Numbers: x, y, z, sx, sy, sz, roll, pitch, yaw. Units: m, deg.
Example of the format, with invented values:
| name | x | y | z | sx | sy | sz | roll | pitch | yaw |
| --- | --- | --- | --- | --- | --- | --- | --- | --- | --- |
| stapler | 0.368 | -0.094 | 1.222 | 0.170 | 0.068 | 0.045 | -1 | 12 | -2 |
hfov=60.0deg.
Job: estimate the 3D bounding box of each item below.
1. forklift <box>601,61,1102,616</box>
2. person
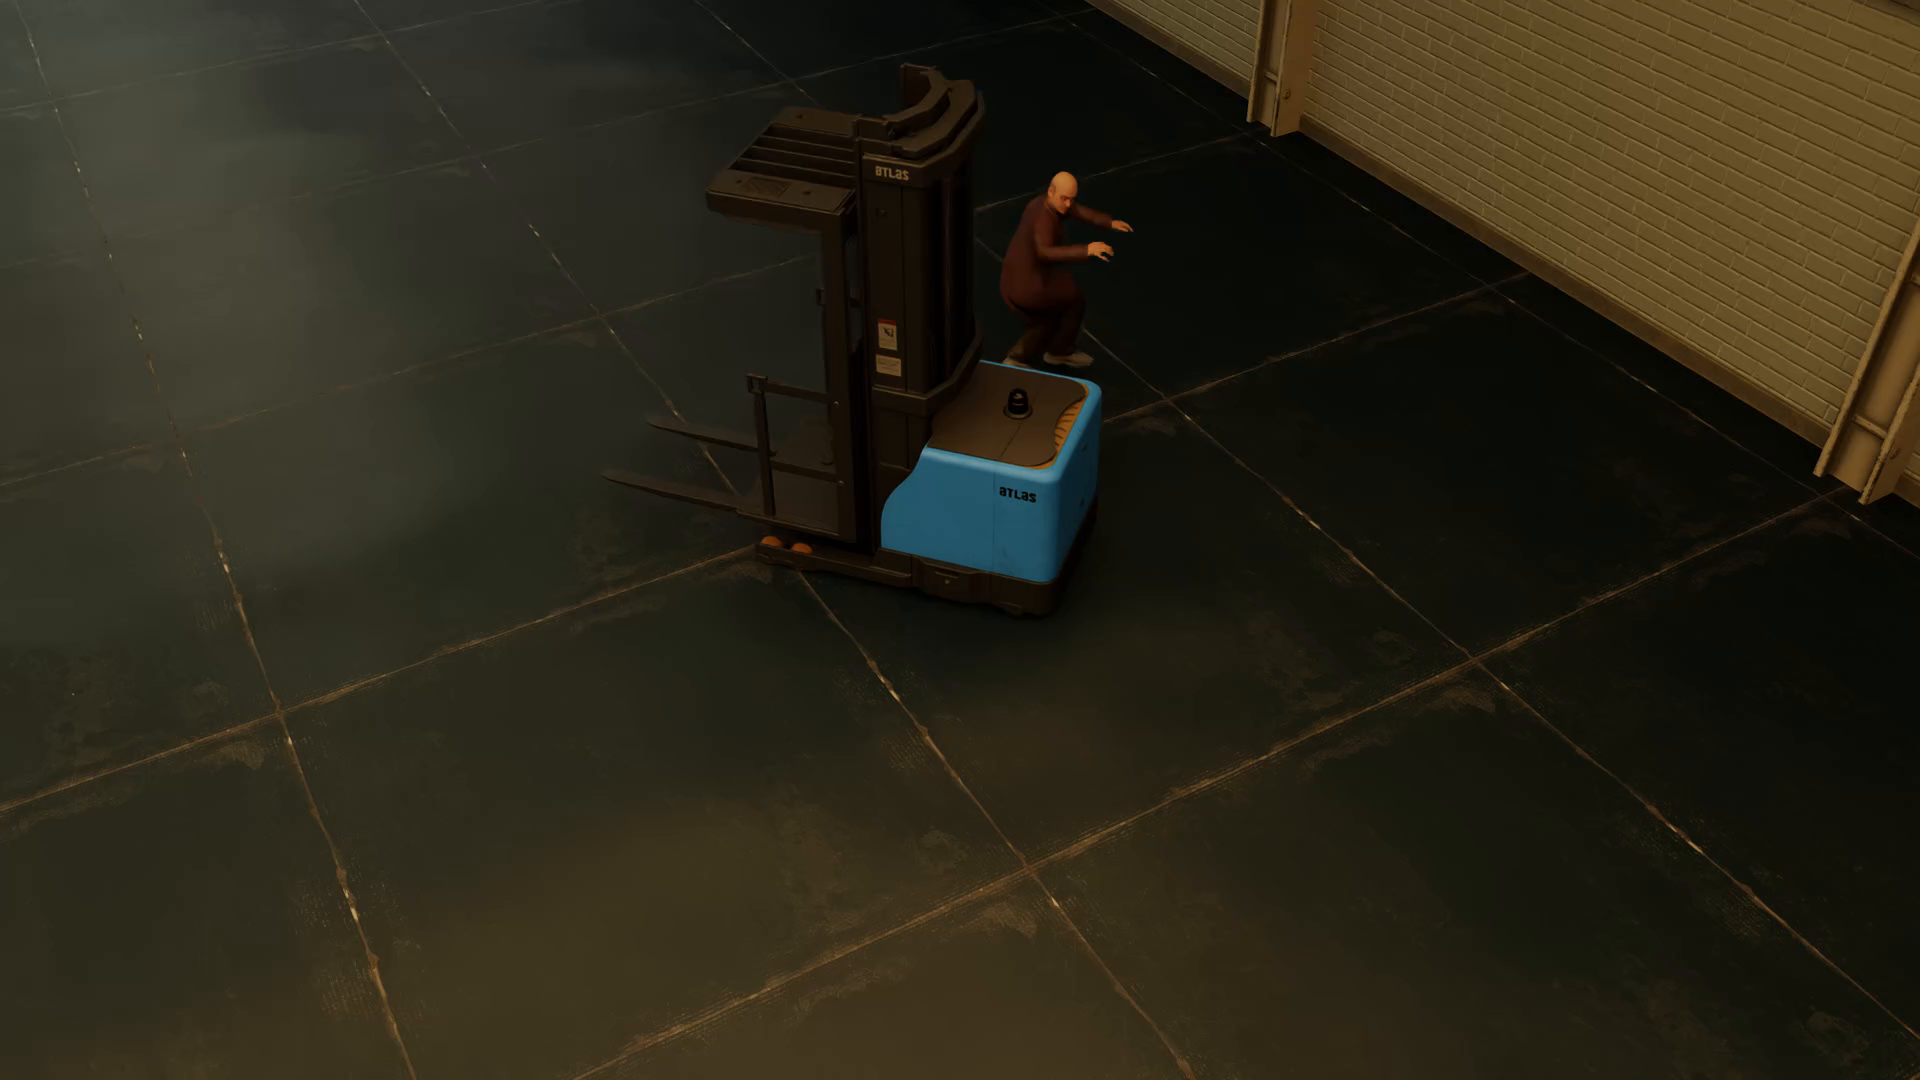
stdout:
| name | x | y | z | sx | sy | sz | roll | pitch | yaw |
| --- | --- | --- | --- | --- | --- | --- | --- | --- | --- |
| forklift | -0.724 | -1.249 | 9.542 | 3.031 | 2.935 | 1.130 | 12 | 41 | 15 |
| person | 0.769 | -1.765 | 11.309 | 1.185 | 1.517 | 0.875 | -19 | 43 | -21 |
